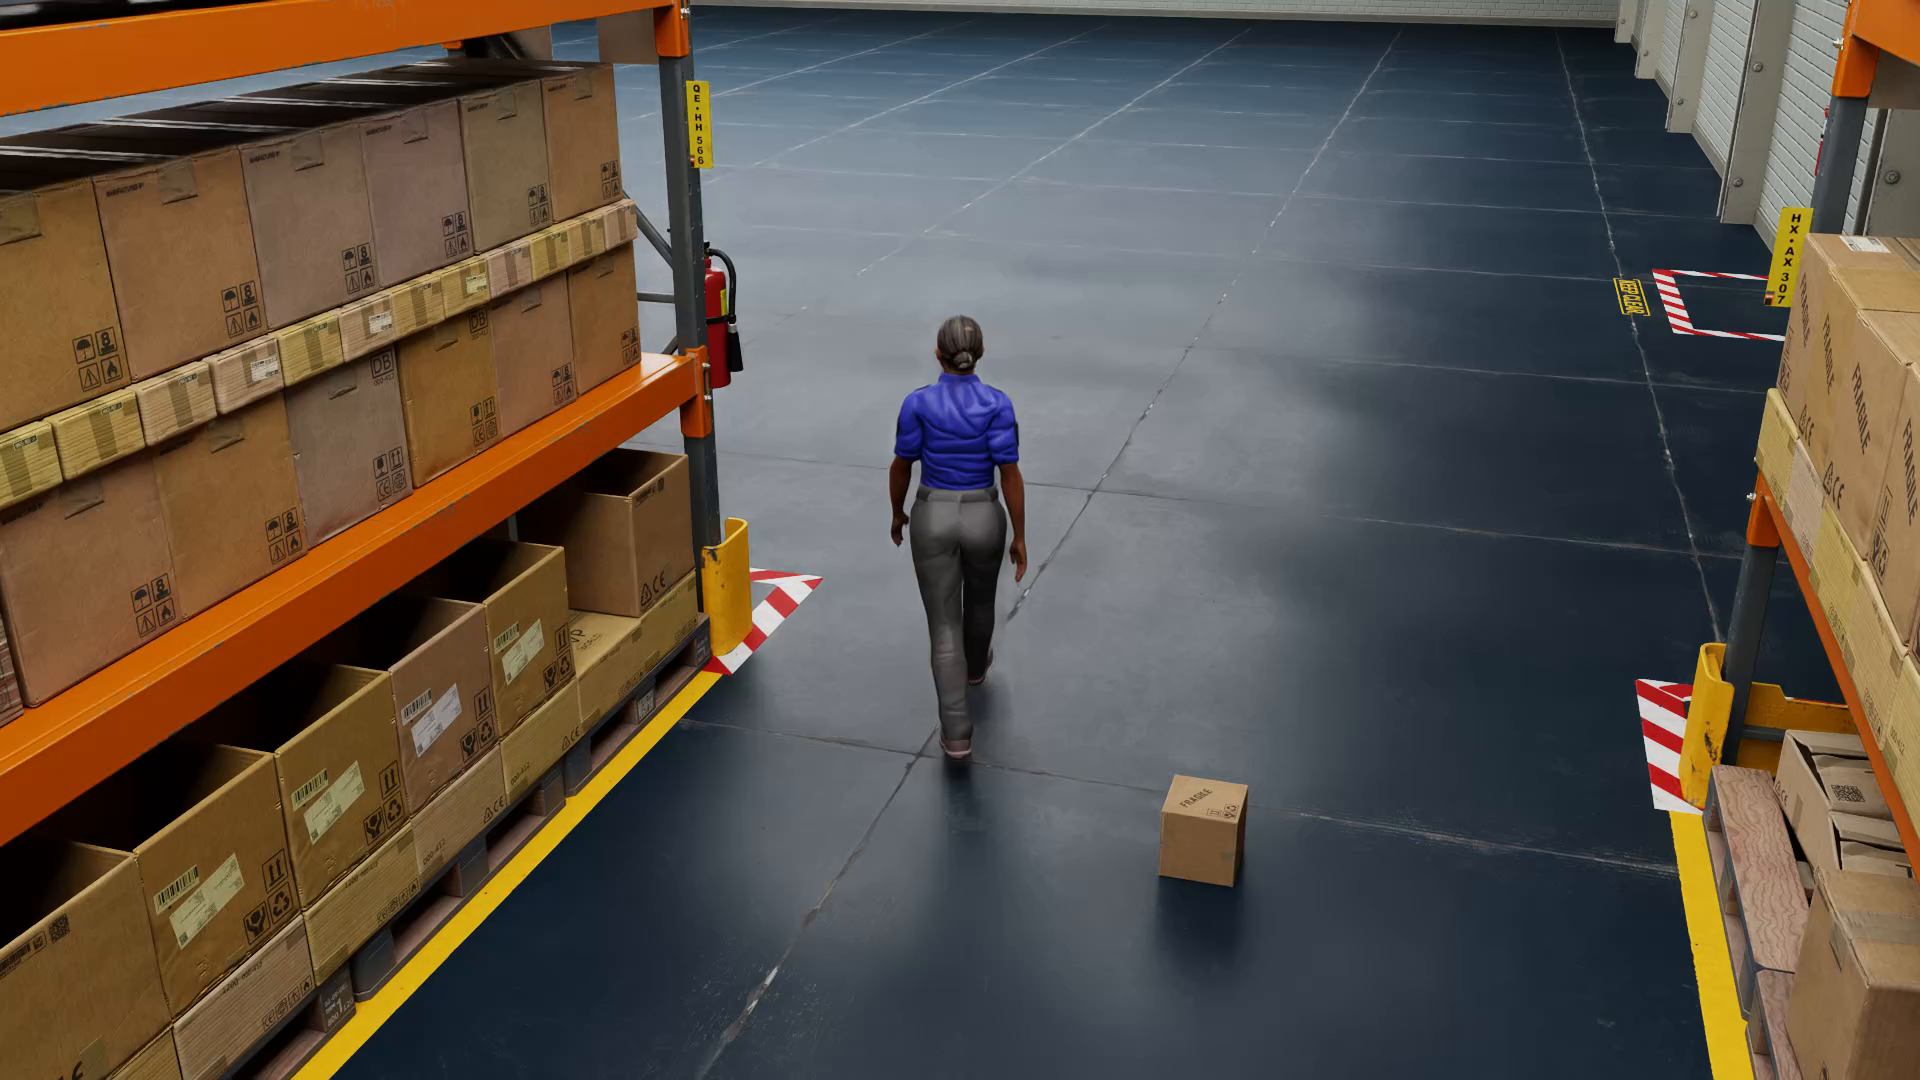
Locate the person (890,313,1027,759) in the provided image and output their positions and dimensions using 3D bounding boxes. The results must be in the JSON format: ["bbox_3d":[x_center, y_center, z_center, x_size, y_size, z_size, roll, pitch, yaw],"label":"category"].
[{"bbox_3d":[-0.013,-0.074,6.256,0.498,1.604,0.966,-2,22,-4],"label":"person"}]
